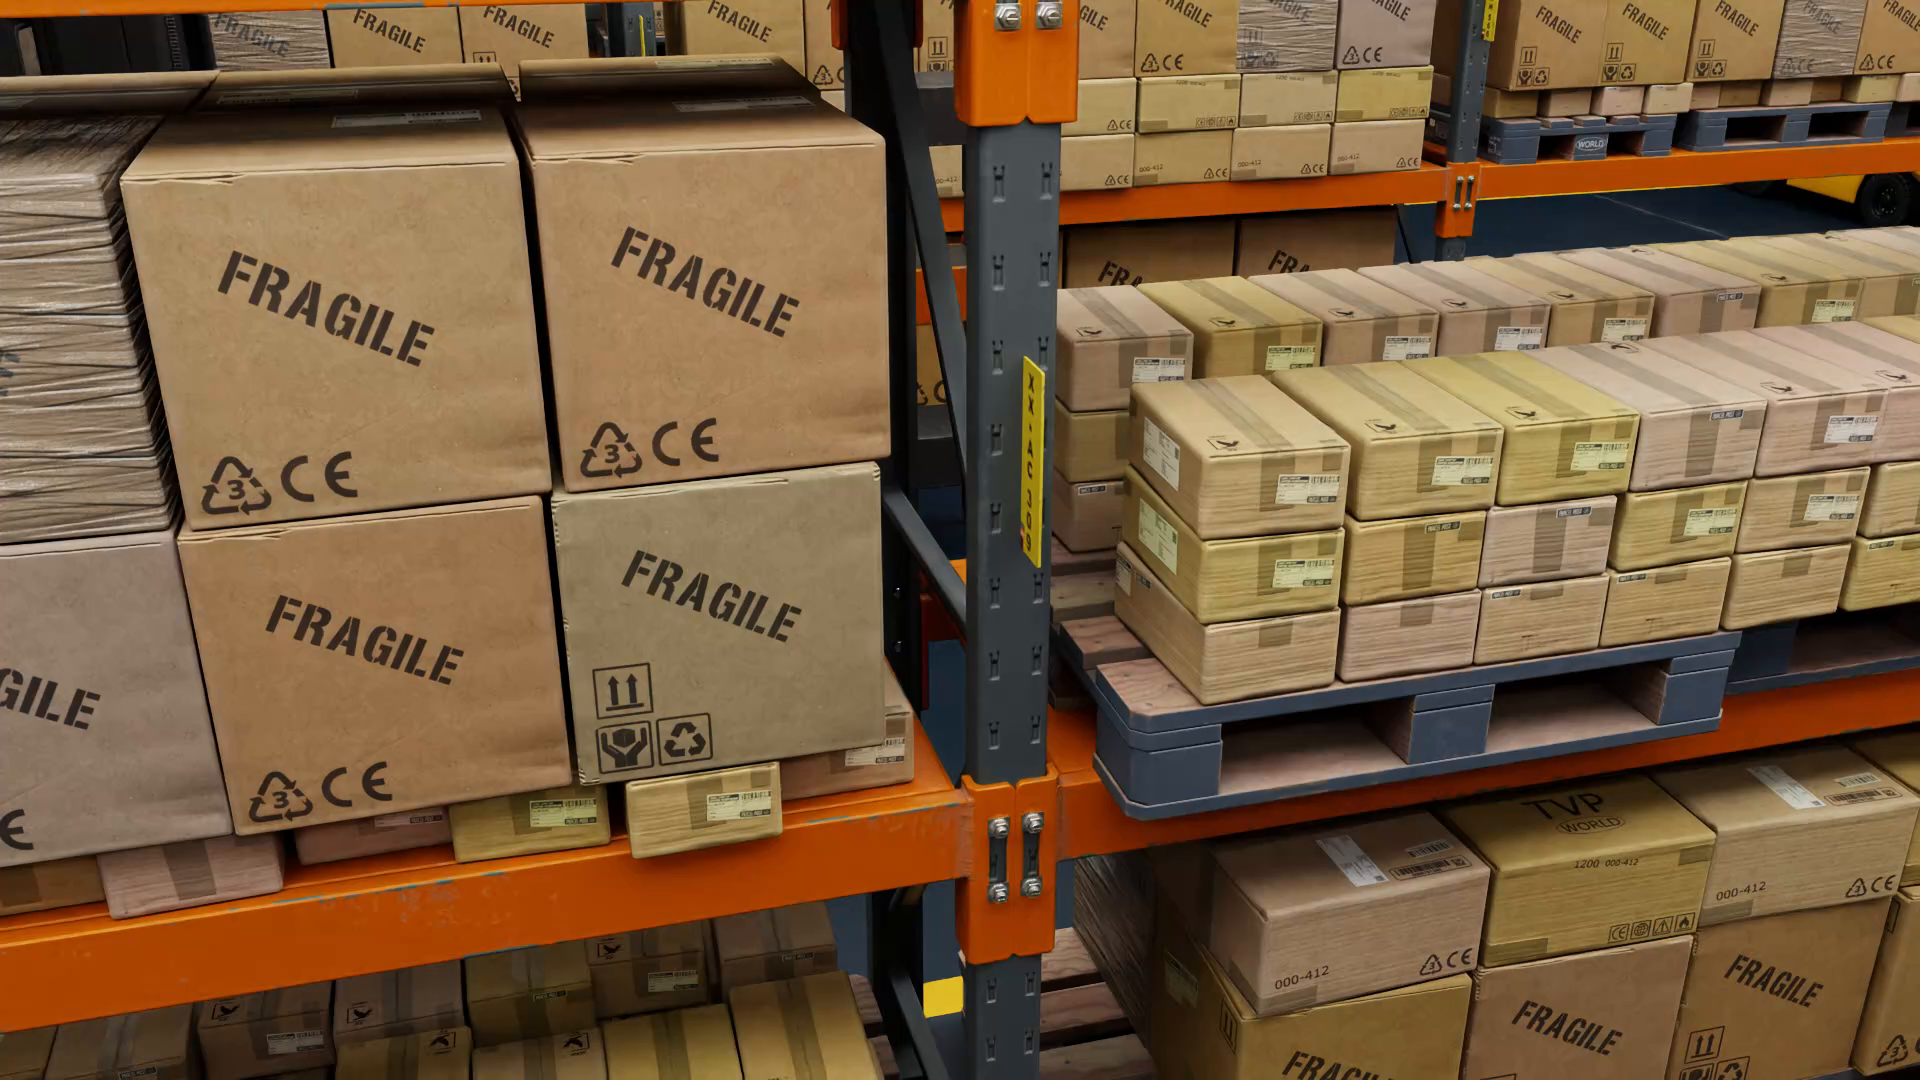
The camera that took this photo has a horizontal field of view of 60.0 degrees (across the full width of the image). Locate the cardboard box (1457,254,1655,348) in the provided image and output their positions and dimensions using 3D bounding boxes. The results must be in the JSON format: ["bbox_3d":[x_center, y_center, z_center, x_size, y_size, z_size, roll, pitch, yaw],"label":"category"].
[{"bbox_3d":[1.291,-0.506,3.657,0.250,0.149,0.380,-7,24,-16],"label":"cardboard box"}]

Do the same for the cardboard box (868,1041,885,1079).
[{"bbox_3d":[-0.258,1.205,3.343,0.250,0.149,0.380,-6,24,-13],"label":"cardboard box"}]

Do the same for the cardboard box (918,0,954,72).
[{"bbox_3d":[-0.008,-2.358,7.548,0.500,0.500,0.500,-7,24,-16],"label":"cardboard box"}]

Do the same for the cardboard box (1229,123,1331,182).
[{"bbox_3d":[1.472,-1.942,8.163,0.500,0.250,0.500,-6,24,-13],"label":"cardboard box"}]

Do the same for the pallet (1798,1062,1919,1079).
[{"bbox_3d":[1.885,1.137,4.332,1.213,0.211,1.003,-6,24,-14],"label":"pallet"}]

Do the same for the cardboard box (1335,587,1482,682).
[{"bbox_3d":[0.728,0.094,3.013,0.250,0.149,0.380,-6,24,-14],"label":"cardboard box"}]

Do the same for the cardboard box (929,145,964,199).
[{"bbox_3d":[0.015,-1.780,7.785,0.500,0.250,0.500,-7,24,-15],"label":"cardboard box"}]

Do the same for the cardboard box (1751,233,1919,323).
[{"bbox_3d":[2.048,-0.590,3.853,0.250,0.149,0.380,-6,24,-13],"label":"cardboard box"}]

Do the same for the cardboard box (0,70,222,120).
[{"bbox_3d":[-1.530,-0.513,2.870,0.500,0.500,0.500,-6,24,-13],"label":"cardboard box"}]

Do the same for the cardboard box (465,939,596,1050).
[{"bbox_3d":[-0.940,0.925,3.619,0.250,0.149,0.380,-7,24,-15],"label":"cardboard box"}]

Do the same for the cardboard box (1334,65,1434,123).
[{"bbox_3d":[1.978,-2.237,8.215,0.500,0.250,0.500,-6,24,-15],"label":"cardboard box"}]

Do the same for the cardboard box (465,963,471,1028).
[{"bbox_3d":[-1.181,1.096,3.597,0.250,0.149,0.380,-8,24,-17],"label":"cardboard box"}]

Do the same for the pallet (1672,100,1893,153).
[{"bbox_3d":[4.271,-2.362,9.195,1.213,0.211,1.003,-6,24,-14],"label":"pallet"}]

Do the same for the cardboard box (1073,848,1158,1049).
[{"bbox_3d":[0.604,0.852,4.099,0.500,0.500,0.500,-7,24,-15],"label":"cardboard box"}]

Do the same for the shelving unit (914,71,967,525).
[{"bbox_3d":[-0.159,-0.947,6.795,0.503,2.100,0.431,-6,24,-14],"label":"shelving unit"}]

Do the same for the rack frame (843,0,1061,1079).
[{"bbox_3d":[-0.041,0.070,3.282,0.127,3.000,1.000,-6,24,-14],"label":"rack frame"}]

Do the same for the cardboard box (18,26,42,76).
[{"bbox_3d":[-3.798,-1.936,6.563,0.500,0.500,0.500,-6,24,-15],"label":"cardboard box"}]

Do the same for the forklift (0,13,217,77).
[{"bbox_3d":[-3.301,-0.961,5.773,3.031,2.935,1.130,-5,24,-12],"label":"forklift"}]

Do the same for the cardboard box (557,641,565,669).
[{"bbox_3d":[-0.873,0.196,3.308,0.250,0.149,0.380,-7,24,-17],"label":"cardboard box"}]

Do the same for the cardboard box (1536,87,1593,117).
[{"bbox_3d":[3.020,-2.283,8.553,0.250,0.149,0.380,-8,24,-18],"label":"cardboard box"}]

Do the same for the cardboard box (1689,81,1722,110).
[{"bbox_3d":[3.778,-2.372,8.759,0.250,0.149,0.380,-5,24,-11],"label":"cardboard box"}]

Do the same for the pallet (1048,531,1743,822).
[{"bbox_3d":[0.734,0.132,3.381,1.213,0.211,1.003,-6,24,-14],"label":"pallet"}]

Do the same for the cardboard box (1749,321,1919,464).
[{"bbox_3d":[1.707,-0.286,3.144,0.250,0.149,0.380,-5,24,-12],"label":"cardboard box"}]

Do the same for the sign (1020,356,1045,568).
[{"bbox_3d":[0.113,-0.122,2.633,0.005,0.325,0.100,-6,24,-14],"label":"sign"}]

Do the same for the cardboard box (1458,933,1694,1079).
[{"bbox_3d":[1.251,0.991,3.773,0.500,0.500,0.500,-5,24,-12],"label":"cardboard box"}]

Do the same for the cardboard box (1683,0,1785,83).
[{"bbox_3d":[3.881,-2.677,8.649,0.500,0.500,0.500,-6,24,-13],"label":"cardboard box"}]

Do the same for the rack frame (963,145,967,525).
[{"bbox_3d":[0.076,-0.973,6.855,0.015,2.100,0.400,-6,24,-14],"label":"rack frame"}]

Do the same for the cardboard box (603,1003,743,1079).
[{"bbox_3d":[-0.548,1.093,3.227,0.250,0.149,0.380,-6,24,-14],"label":"cardboard box"}]

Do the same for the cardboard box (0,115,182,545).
[{"bbox_3d":[-1.413,-0.313,2.403,0.500,0.500,0.500,-6,24,-13],"label":"cardboard box"}]

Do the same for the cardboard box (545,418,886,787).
[{"bbox_3d":[-0.430,0.047,2.833,0.500,0.500,0.500,-6,24,-14],"label":"cardboard box"}]

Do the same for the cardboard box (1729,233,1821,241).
[{"bbox_3d":[5.032,-1.501,9.744,0.625,0.372,0.950,-5,24,-11],"label":"cardboard box"}]

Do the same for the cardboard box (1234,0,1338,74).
[{"bbox_3d":[1.457,-2.517,7.918,0.500,0.500,0.500,-6,24,-13],"label":"cardboard box"}]

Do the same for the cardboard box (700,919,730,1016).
[{"bbox_3d":[-0.476,0.968,3.896,0.250,0.149,0.380,-5,24,-12],"label":"cardboard box"}]

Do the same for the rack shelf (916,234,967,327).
[{"bbox_3d":[-0.159,-0.935,6.800,0.480,0.518,0.431,-6,24,-14],"label":"rack shelf"}]

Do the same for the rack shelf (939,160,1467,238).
[{"bbox_3d":[0.450,-1.681,8.275,4.000,0.370,1.077,-6,24,-14],"label":"rack shelf"}]

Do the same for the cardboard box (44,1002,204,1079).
[{"bbox_3d":[-1.692,1.018,3.403,0.250,0.149,0.380,-7,24,-17],"label":"cardboard box"}]

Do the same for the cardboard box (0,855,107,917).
[{"bbox_3d":[-1.513,0.445,2.727,0.250,0.149,0.380,-7,24,-15],"label":"cardboard box"}]

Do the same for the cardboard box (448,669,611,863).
[{"bbox_3d":[-0.745,0.380,2.879,0.250,0.149,0.380,-5,24,-12],"label":"cardboard box"}]

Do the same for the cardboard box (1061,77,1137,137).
[{"bbox_3d":[0.498,-2.063,7.811,0.500,0.250,0.500,-7,24,-16],"label":"cardboard box"}]

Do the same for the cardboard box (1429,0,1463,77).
[{"bbox_3d":[2.739,-2.754,8.827,0.500,0.500,0.500,-7,24,-16],"label":"cardboard box"}]

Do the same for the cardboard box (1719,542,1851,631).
[{"bbox_3d":[1.457,0.015,3.197,0.250,0.149,0.380,-7,24,-17],"label":"cardboard box"}]

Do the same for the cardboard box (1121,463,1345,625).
[{"bbox_3d":[0.463,-0.011,2.881,0.250,0.149,0.380,-6,24,-14],"label":"cardboard box"}]

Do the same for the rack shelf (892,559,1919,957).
[{"bbox_3d":[1.885,0.188,3.920,4.000,0.370,1.077,-6,24,-14],"label":"rack shelf"}]

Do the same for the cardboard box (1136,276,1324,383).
[{"bbox_3d":[0.551,-0.426,3.471,0.250,0.149,0.380,-7,24,-16],"label":"cardboard box"}]

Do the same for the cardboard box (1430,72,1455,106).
[{"bbox_3d":[2.628,-2.426,8.886,0.250,0.149,0.380,-5,24,-12],"label":"cardboard box"}]

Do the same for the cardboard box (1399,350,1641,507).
[{"bbox_3d":[0.977,-0.206,2.958,0.250,0.149,0.380,-6,24,-14],"label":"cardboard box"}]

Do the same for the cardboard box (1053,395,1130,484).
[{"bbox_3d":[0.289,-0.261,3.463,0.250,0.149,0.380,-6,24,-13],"label":"cardboard box"}]

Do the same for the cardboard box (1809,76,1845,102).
[{"bbox_3d":[4.539,-2.476,9.002,0.250,0.149,0.380,-7,24,-16],"label":"cardboard box"}]

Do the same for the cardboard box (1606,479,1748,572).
[{"bbox_3d":[1.210,-0.095,3.076,0.250,0.149,0.380,-7,24,-17],"label":"cardboard box"}]

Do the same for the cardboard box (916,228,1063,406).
[{"bbox_3d":[-0.032,-1.210,8.429,0.875,0.875,0.875,-6,24,-13],"label":"cardboard box"}]

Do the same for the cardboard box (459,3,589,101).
[{"bbox_3d":[-1.855,-2.148,7.058,0.500,0.500,0.500,-7,24,-15],"label":"cardboard box"}]

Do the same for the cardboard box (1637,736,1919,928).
[{"bbox_3d":[1.746,0.593,3.751,0.500,0.250,0.500,-5,24,-12],"label":"cardboard box"}]

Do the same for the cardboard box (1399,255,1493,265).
[{"bbox_3d":[2.923,-1.266,9.196,0.625,0.372,0.950,-8,24,-18],"label":"cardboard box"}]
